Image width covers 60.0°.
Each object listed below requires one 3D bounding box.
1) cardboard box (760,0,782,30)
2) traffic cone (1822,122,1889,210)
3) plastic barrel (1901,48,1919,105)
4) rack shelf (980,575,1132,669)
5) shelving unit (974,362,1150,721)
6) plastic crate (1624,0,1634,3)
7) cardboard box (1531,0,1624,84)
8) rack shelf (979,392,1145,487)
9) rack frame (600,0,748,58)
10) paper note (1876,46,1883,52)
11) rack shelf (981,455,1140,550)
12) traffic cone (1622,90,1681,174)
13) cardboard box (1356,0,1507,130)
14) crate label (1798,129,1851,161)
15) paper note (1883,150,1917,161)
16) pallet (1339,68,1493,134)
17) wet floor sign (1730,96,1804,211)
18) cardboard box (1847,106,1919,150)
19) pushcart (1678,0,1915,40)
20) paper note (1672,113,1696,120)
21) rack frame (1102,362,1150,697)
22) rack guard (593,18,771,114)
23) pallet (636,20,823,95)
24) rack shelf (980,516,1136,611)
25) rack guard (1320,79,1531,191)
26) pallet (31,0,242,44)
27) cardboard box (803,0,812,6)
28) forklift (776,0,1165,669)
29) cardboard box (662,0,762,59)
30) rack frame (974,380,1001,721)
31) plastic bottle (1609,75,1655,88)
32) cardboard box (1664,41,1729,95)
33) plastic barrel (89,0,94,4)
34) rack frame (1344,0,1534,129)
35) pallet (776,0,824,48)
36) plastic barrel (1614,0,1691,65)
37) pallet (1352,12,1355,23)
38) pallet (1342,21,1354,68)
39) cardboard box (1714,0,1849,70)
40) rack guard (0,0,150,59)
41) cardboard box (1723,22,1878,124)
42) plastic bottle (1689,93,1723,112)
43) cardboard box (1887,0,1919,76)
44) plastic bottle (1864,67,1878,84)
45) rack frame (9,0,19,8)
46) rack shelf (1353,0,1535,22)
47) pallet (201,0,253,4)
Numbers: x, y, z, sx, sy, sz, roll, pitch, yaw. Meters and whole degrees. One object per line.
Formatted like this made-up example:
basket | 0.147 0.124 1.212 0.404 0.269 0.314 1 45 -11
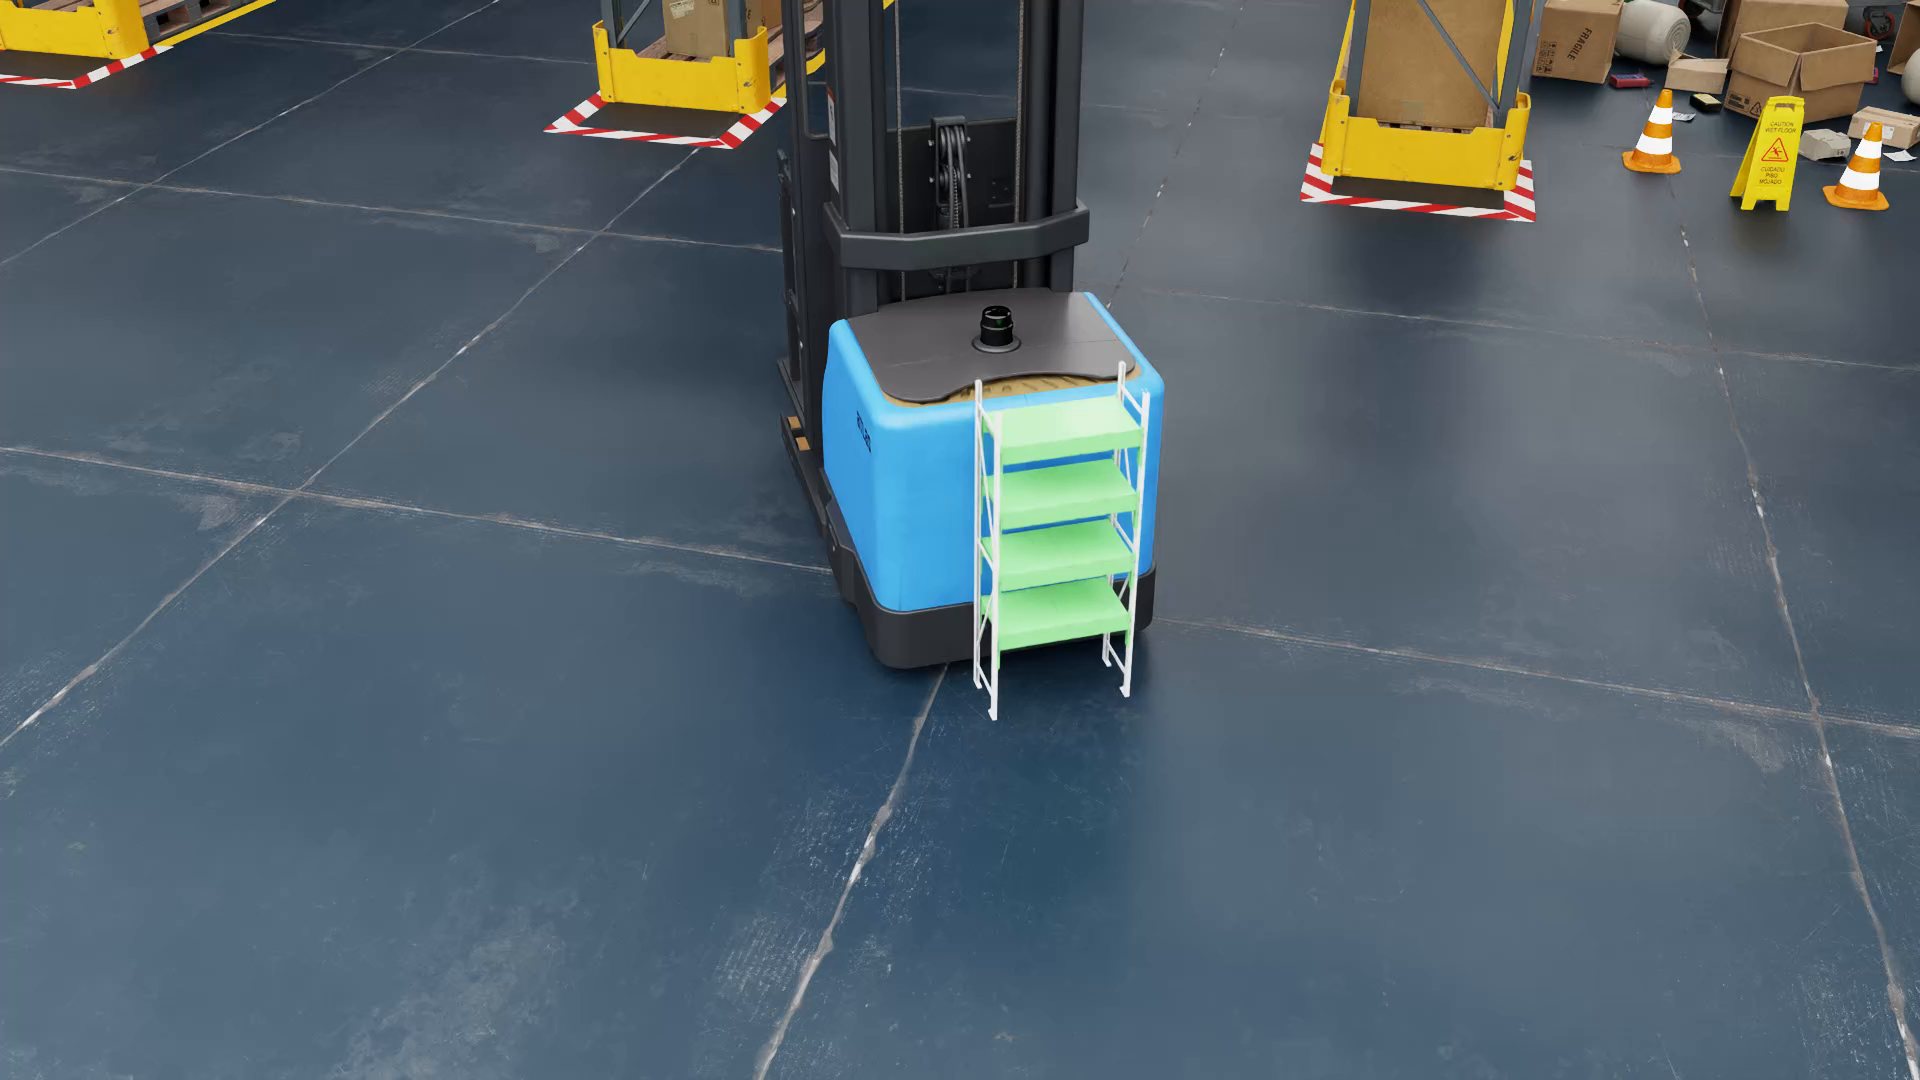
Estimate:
cardboard box | -1.631 -4.044 12.254 0.500 0.500 0.500 17 36 25
traffic cone | 5.363 -2.239 9.840 0.336 0.463 0.334 8 33 12
plastic barrel | 6.721 -3.126 11.273 0.421 0.421 0.512 -21 38 -29
rack shelf | 0.324 0.279 5.760 0.480 0.148 0.258 -8 33 -13
shelving unit | 0.324 0.022 5.597 0.503 1.200 0.258 -8 33 -13
plastic crate | 5.086 -4.202 13.131 0.662 0.188 0.450 -28 32 -37
cardboard box | 4.462 -3.634 11.998 0.500 0.500 0.500 14 35 21
rack shelf | 0.324 -0.329 5.374 0.480 0.148 0.258 -8 33 -13
rack frame | -1.924 -4.285 10.694 1.000 3.000 0.127 8 33 12
paper note | 6.892 -3.716 12.566 0.148 0.019 0.142 8 33 12
rack shelf | 0.324 -0.127 5.502 0.480 0.148 0.258 -8 33 -13
traffic cone | 4.356 -2.569 10.359 0.336 0.463 0.334 8 33 12
cardboard box | 2.956 -3.199 10.574 0.875 0.875 0.875 8 33 13
crate label | 5.502 -2.517 10.582 0.250 0.136 0.298 -8 33 -13
paper note | 5.976 -2.444 10.566 0.148 0.019 0.142 -3 33 -4
pallet | 2.975 -2.806 10.967 1.003 0.211 1.213 8 33 12
wet floor sign | 4.756 -2.279 9.733 0.267 0.644 0.232 3 33 4
cardboard box | 6.040 -2.687 10.839 0.380 0.149 0.250 28 42 36
pushcart | 6.459 -4.189 12.988 1.648 0.377 0.936 -3 33 -4
paper note | 4.877 -2.864 11.229 0.144 0.017 0.142 20 38 29
rack frame | 0.559 -0.013 5.652 0.015 1.200 0.240 -8 33 -13
rack guard | -1.905 -3.269 11.427 1.175 0.500 0.348 8 33 12
pallet | -1.664 -3.564 12.160 1.003 0.211 1.213 8 33 12
rack shelf | 0.324 0.076 5.631 0.480 0.148 0.258 -8 33 -13
rack guard | 2.842 -2.490 10.200 1.175 0.500 0.348 8 33 12
pallet | -6.530 -4.249 13.237 1.003 0.211 1.213 8 33 12
cardboard box | -1.454 -4.366 12.761 0.500 0.500 0.500 11 34 17
forklift | -0.163 -1.563 6.477 1.130 2.935 3.031 -8 33 -13
cardboard box | -1.749 -3.729 11.758 0.500 0.500 0.500 14 35 21
rack frame | 0.089 0.057 5.542 0.015 1.200 0.240 -8 33 -13
plastic bottle | 4.783 -3.265 11.828 0.283 0.061 0.133 -3 33 -4
cardboard box | 5.208 -3.336 11.751 0.396 0.266 0.258 14 35 21
plastic barrel | -6.622 -4.438 12.863 0.421 0.512 0.421 0 32 0
rack frame | 2.848 -3.557 9.549 1.000 3.000 0.127 8 33 12
pallet | -1.353 -4.195 13.153 1.003 0.211 1.213 8 33 12
plastic barrel | 5.059 -3.748 12.251 0.421 0.421 0.512 -21 38 -29
pallet | 3.594 -4.072 12.959 1.003 0.211 1.213 8 33 12
pallet | 3.287 -3.437 11.960 1.003 0.211 1.213 8 33 12
cardboard box | 5.888 -3.682 11.946 0.797 0.637 0.503 8 33 12
rack guard | -6.741 -3.950 12.498 1.175 0.500 0.348 8 33 12
cardboard box | 5.658 -3.138 11.218 0.797 0.503 0.637 -14 35 -21
plastic bottle | 5.114 -3.015 11.436 0.133 0.061 0.283 -3 33 -4
cardboard box | 7.089 -3.587 11.924 0.500 0.500 0.500 -21 38 -29
plastic bottle | 6.535 -3.357 11.974 0.133 0.061 0.283 14 35 21
rack frame | -6.715 -4.959 11.755 1.000 3.000 0.127 8 33 12
rack shelf | 3.355 -4.291 11.375 1.077 0.370 4.000 8 33 12
pallet | -6.218 -4.880 14.230 1.003 0.211 1.213 8 33 12
